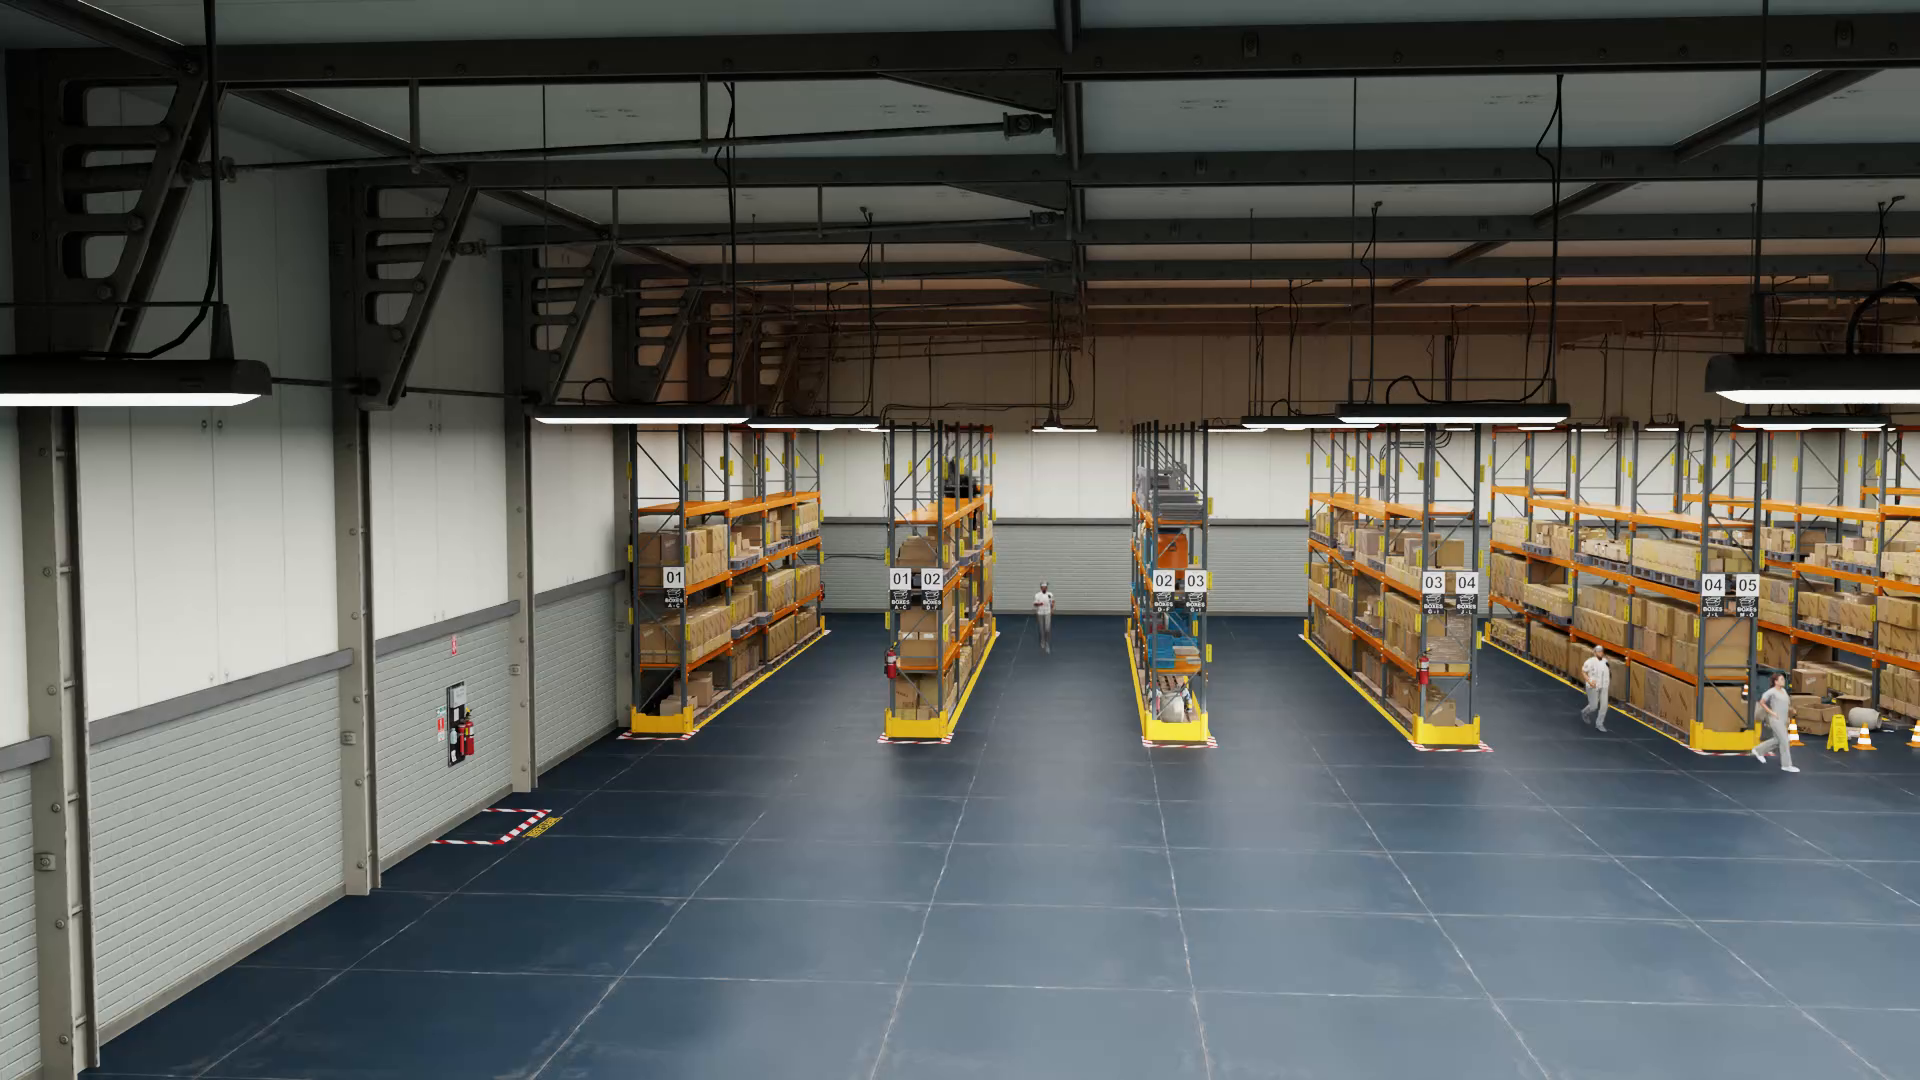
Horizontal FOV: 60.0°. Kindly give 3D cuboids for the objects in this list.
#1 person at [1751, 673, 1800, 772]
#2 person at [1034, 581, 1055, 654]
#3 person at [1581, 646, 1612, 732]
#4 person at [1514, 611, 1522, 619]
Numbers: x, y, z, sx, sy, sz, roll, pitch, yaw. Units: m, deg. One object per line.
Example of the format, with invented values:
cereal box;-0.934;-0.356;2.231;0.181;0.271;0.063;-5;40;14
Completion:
person;13.899;3.078;28.338;0.578;1.655;0.871;-3;4;-35
person;2.135;1.946;42.059;0.556;1.808;0.685;0;4;0
person;12.397;2.867;32.397;0.613;1.646;0.672;0;4;-6
person;16.077;1.938;47.476;0.576;1.534;0.765;2;4;31
